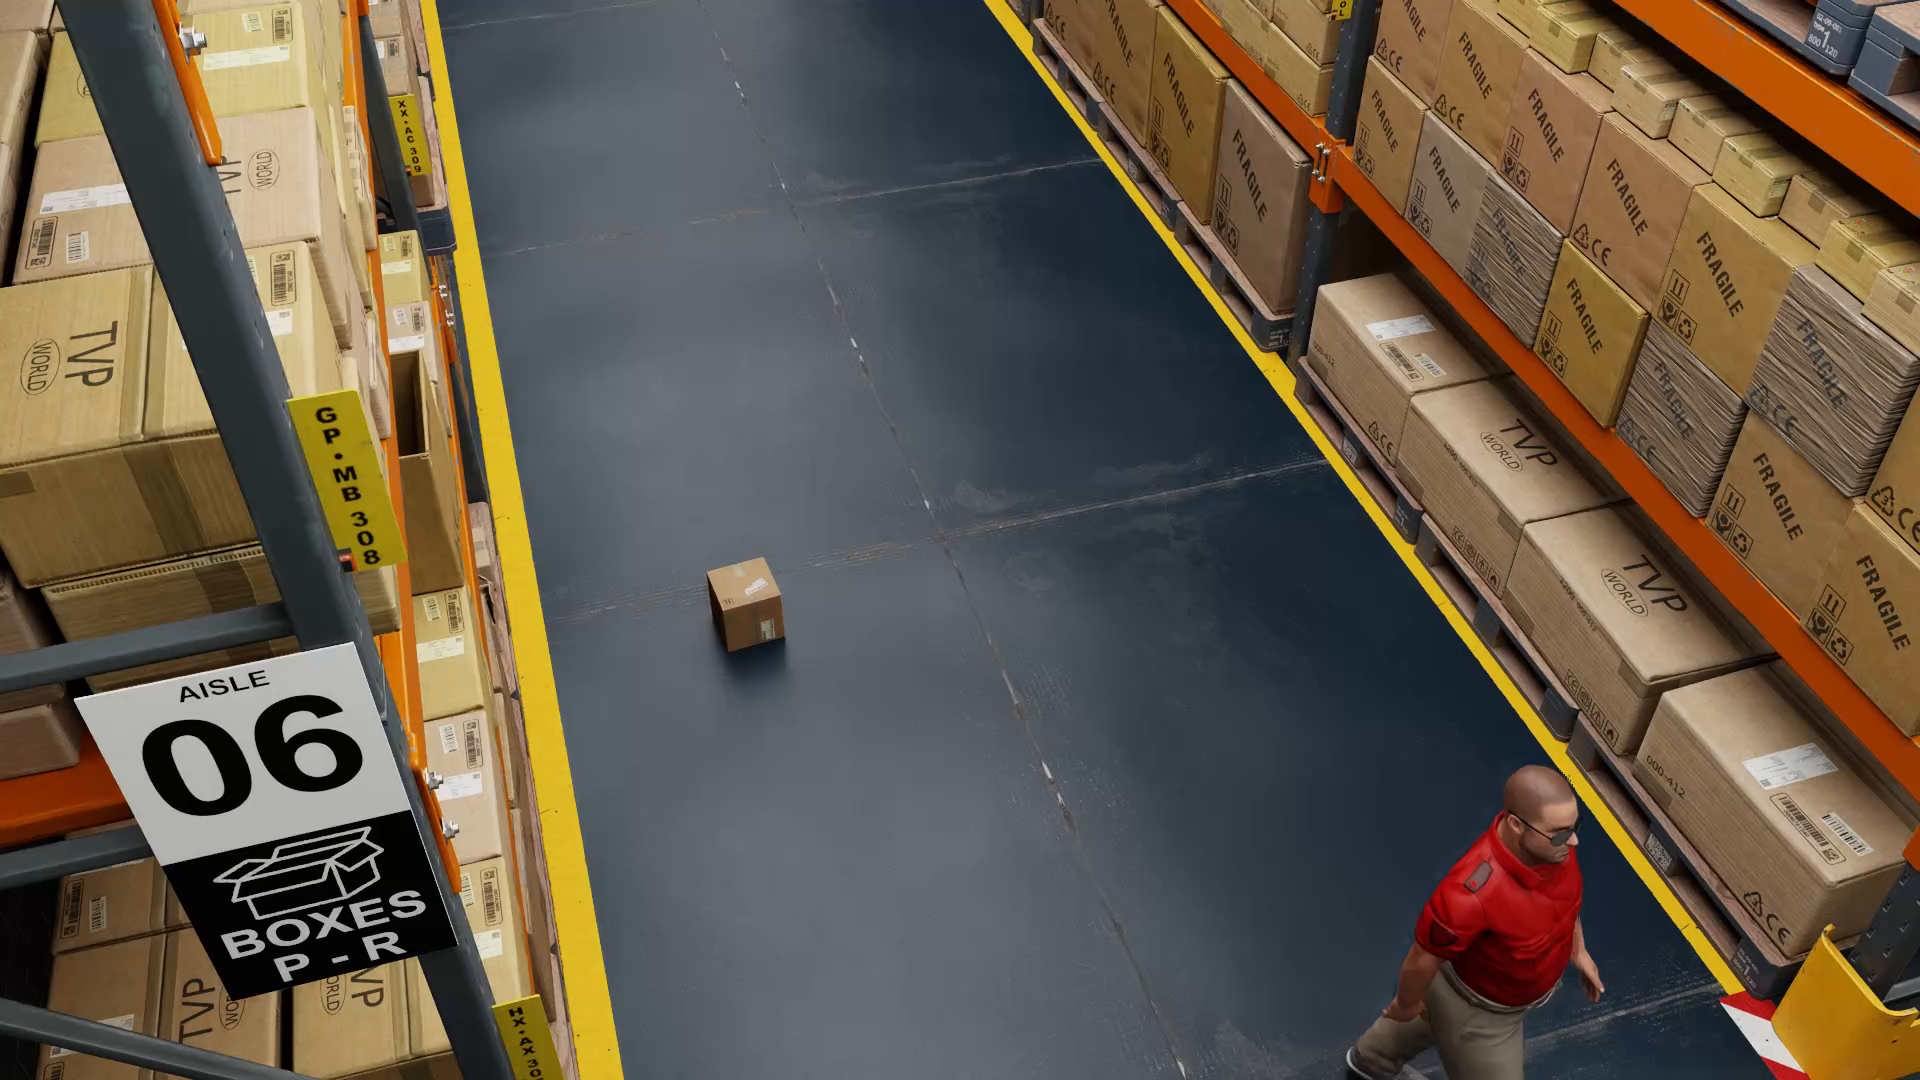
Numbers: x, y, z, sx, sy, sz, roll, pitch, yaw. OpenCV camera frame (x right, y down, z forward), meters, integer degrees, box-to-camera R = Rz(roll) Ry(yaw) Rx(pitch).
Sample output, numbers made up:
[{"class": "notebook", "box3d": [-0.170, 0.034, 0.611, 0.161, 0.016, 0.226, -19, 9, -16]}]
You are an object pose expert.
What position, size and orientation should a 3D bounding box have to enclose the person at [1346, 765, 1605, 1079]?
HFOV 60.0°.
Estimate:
[{"class": "person", "box3d": [1.562, 1.305, 4.753, 0.799, 1.770, 0.543, 29, 49, 28]}]
